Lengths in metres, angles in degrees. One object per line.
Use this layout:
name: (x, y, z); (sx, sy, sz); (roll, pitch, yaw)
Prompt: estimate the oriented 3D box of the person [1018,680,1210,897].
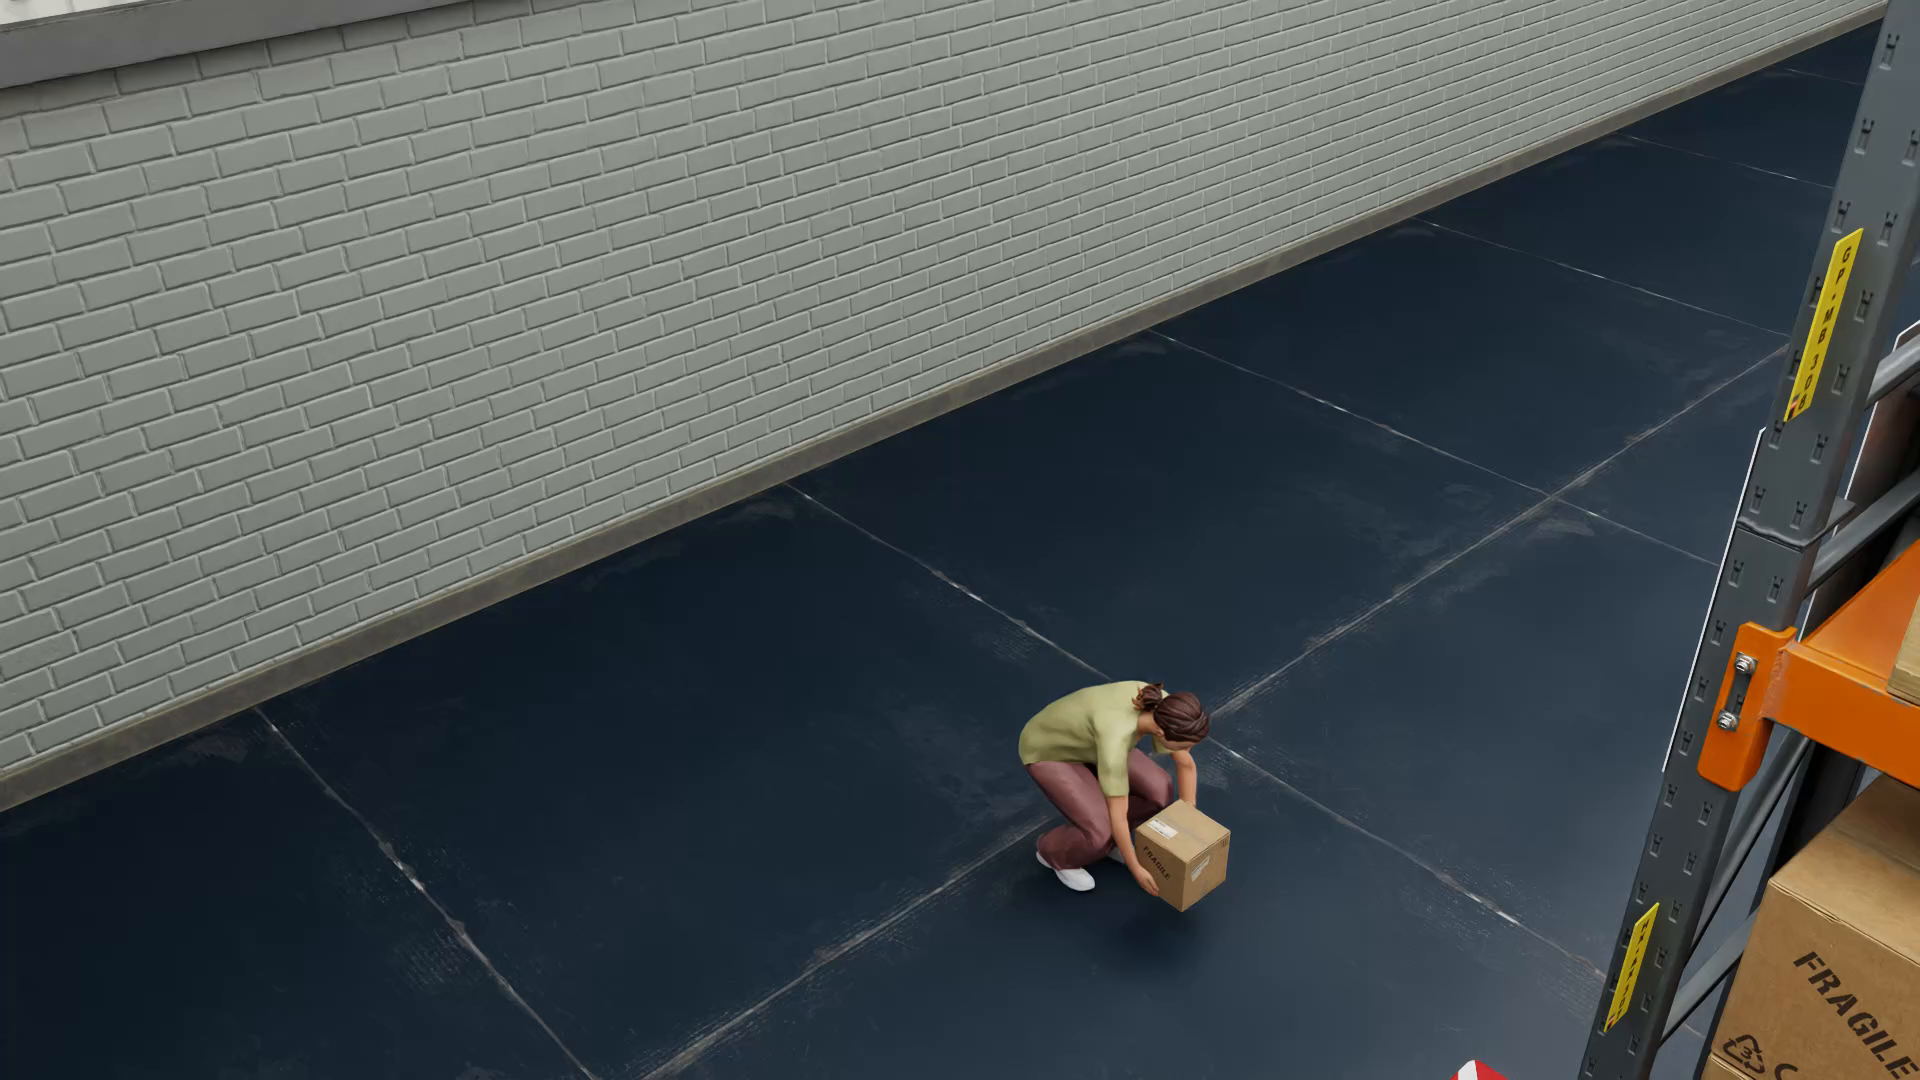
person: (0.593, 0.886, 6.363); (0.497, 0.991, 0.774); (-26, 40, -35)
